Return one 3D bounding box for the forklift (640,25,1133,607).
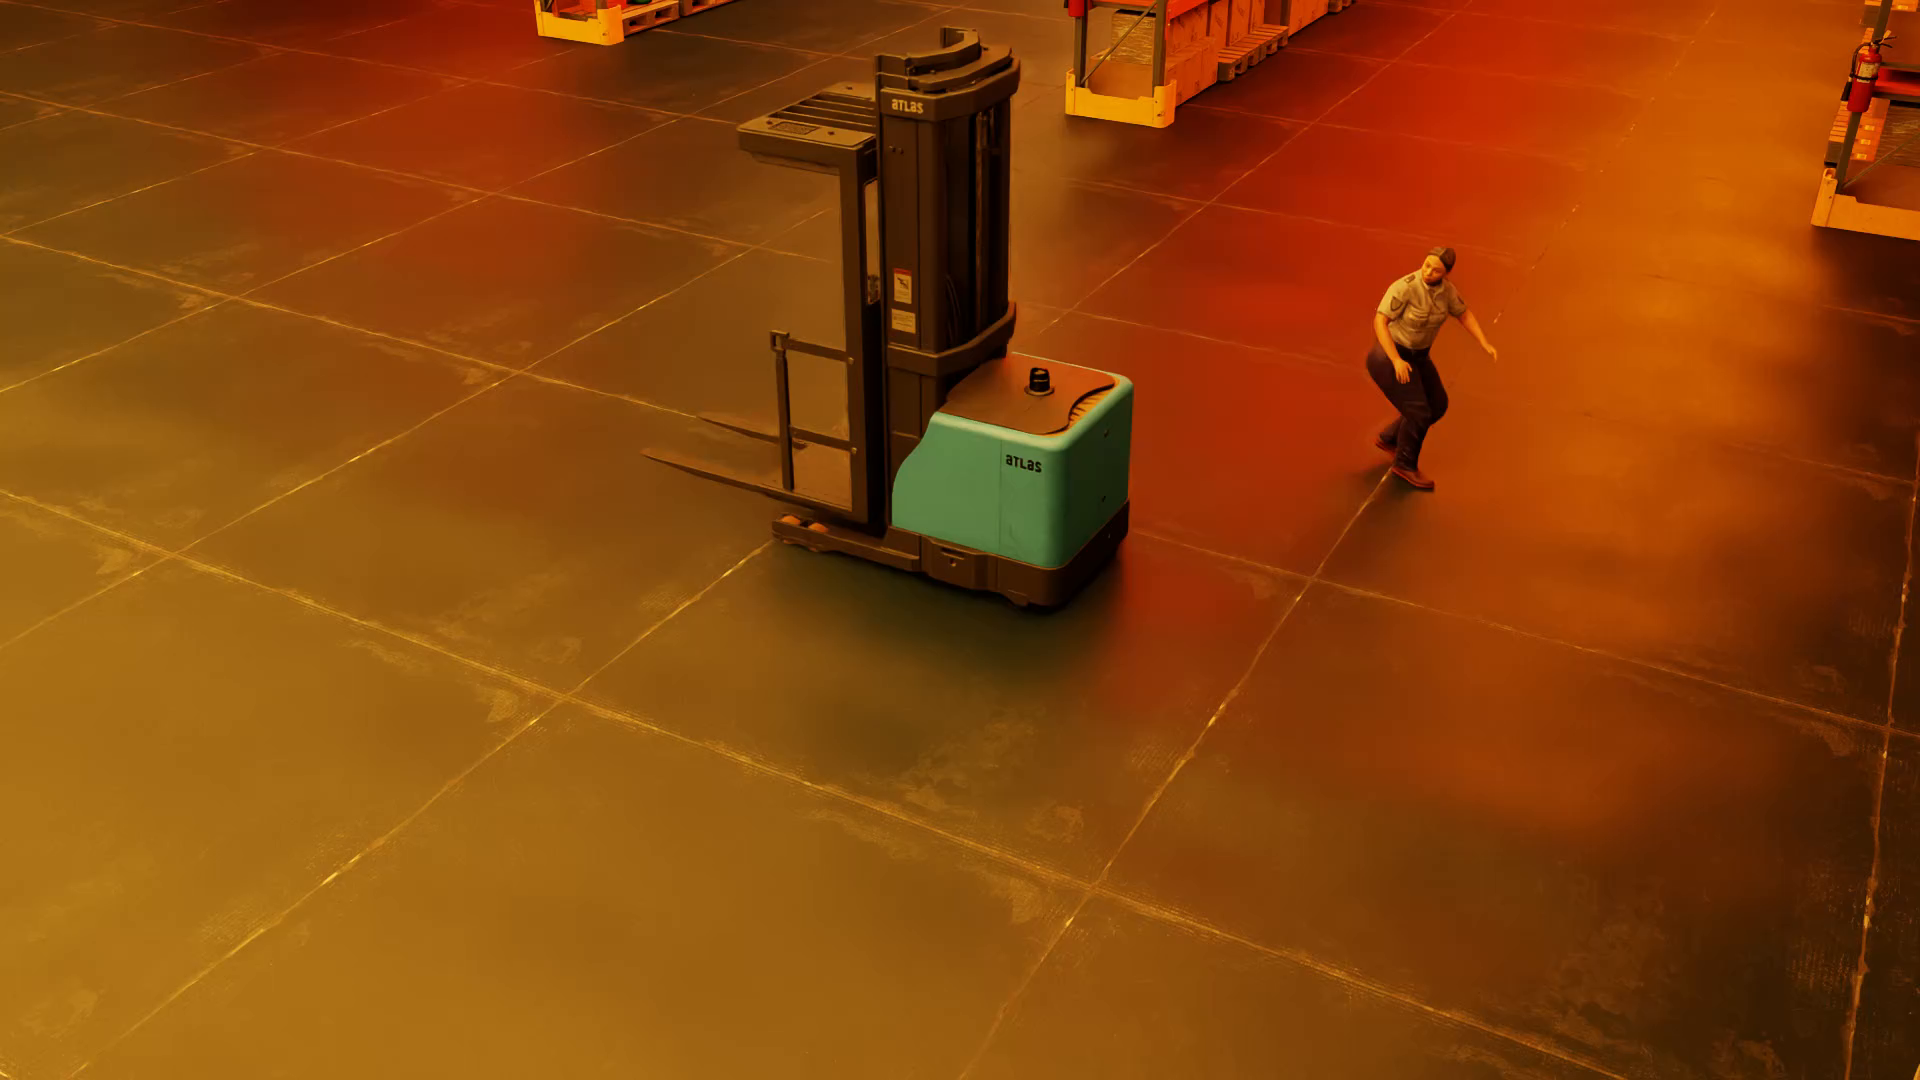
[{"bbox_3d":[-0.540,-1.413,9.519,3.031,2.935,1.130,15,33,25],"label":"forklift"}]

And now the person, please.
[{"bbox_3d":[2.900,-1.078,10.322,0.760,1.551,0.705,-26,39,-37],"label":"person"}]
